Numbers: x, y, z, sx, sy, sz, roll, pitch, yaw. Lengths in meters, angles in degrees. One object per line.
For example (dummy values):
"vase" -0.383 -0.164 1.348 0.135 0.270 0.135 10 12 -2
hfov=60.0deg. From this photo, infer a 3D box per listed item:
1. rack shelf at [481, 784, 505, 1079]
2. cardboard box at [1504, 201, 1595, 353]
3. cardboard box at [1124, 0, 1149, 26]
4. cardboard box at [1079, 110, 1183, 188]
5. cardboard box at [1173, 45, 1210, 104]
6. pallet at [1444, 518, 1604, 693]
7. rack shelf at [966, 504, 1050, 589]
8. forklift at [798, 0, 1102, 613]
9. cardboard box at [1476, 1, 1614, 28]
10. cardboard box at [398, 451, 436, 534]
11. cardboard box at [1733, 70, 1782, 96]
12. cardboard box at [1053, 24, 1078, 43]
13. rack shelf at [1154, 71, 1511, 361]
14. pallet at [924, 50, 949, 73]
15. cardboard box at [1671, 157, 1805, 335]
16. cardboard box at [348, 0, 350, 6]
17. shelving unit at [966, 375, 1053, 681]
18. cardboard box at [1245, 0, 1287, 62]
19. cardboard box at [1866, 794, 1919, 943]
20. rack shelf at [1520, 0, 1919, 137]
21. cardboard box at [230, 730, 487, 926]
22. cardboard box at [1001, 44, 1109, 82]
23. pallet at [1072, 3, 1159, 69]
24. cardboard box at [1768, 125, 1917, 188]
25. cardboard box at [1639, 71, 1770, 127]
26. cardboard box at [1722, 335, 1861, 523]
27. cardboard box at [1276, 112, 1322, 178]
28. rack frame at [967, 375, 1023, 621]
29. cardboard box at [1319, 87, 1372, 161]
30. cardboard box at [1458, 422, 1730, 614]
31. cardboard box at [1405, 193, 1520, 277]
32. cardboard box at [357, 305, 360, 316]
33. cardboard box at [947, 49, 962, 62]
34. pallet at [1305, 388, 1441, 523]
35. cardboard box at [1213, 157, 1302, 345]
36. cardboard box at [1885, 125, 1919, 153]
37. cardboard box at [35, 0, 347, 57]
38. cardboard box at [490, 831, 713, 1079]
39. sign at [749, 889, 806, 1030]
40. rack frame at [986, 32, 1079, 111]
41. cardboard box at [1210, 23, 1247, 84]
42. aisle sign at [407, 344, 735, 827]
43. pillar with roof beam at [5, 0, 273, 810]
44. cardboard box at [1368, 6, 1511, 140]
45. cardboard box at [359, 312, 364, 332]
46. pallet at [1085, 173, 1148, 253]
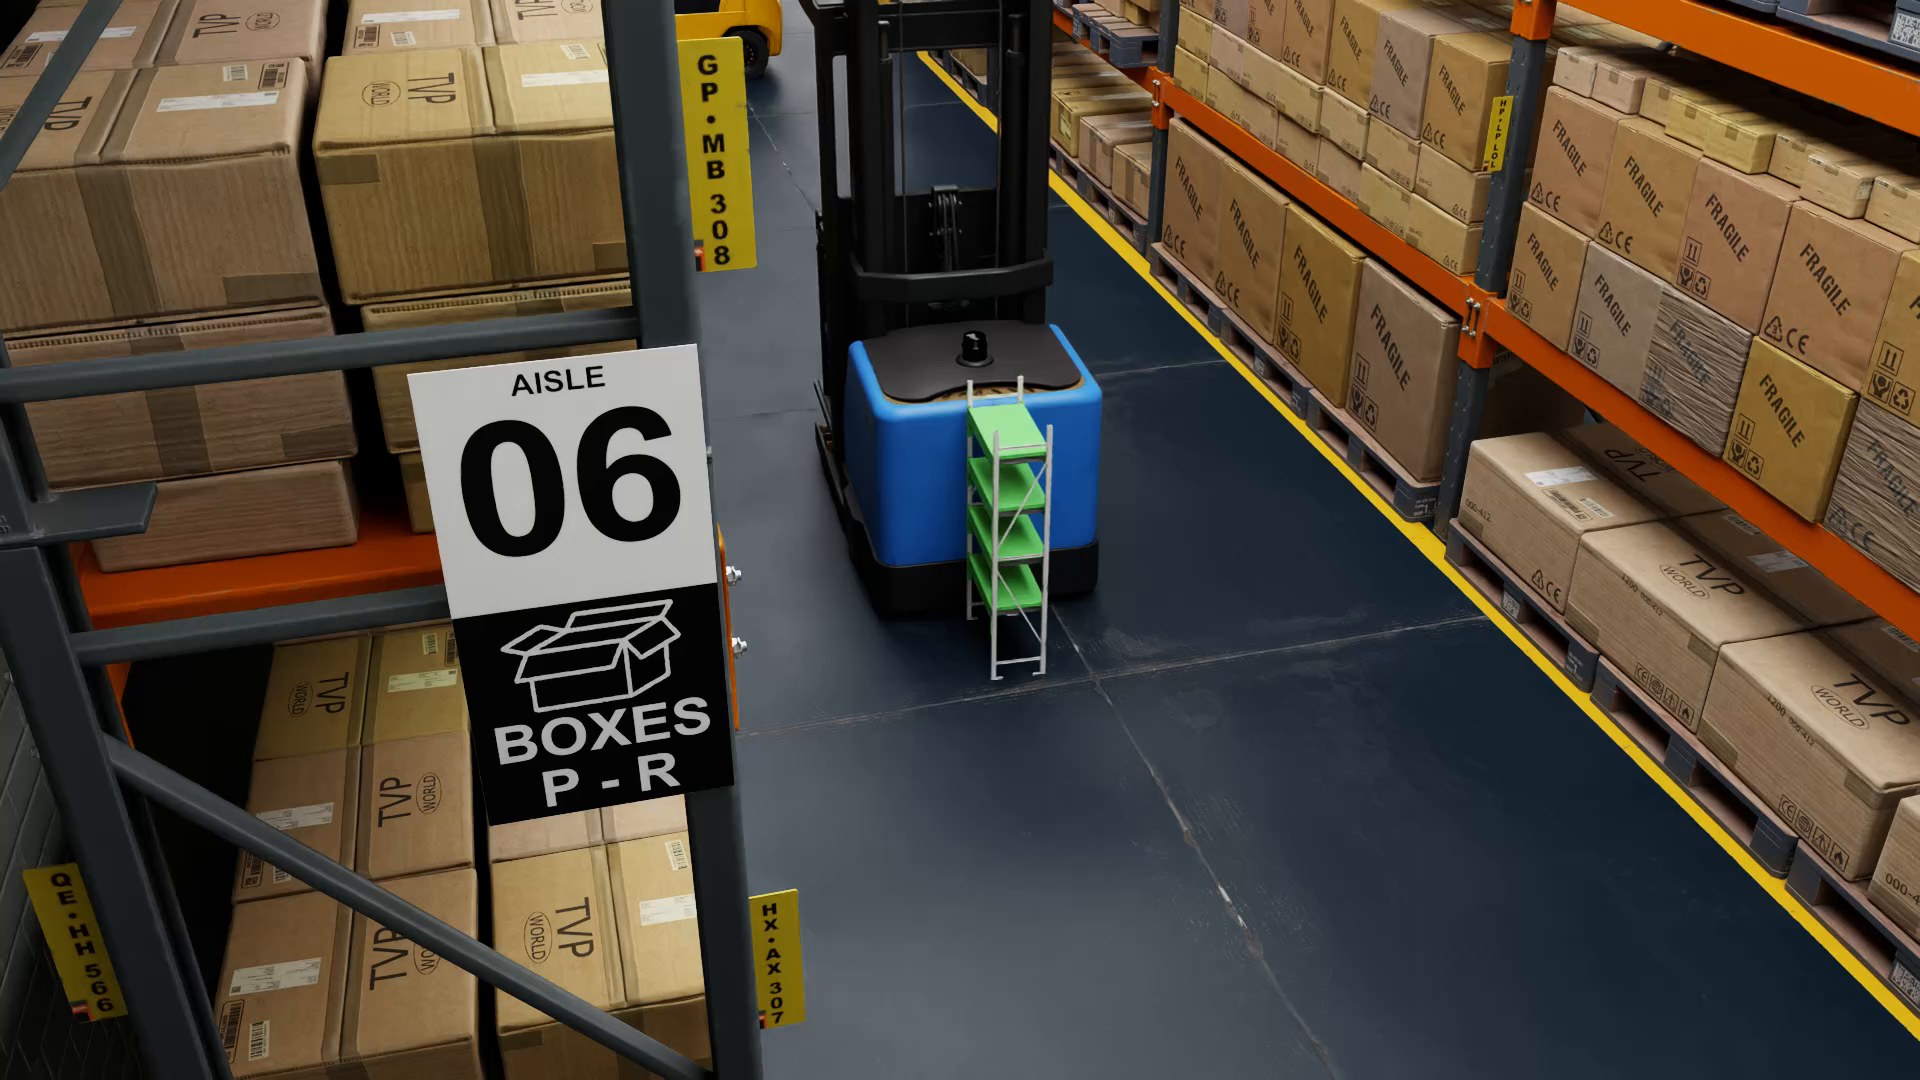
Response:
"rack shelf" -1.395 0.566 4.995 1.077 0.370 4.000 -8 31 -13
"cardboard box" 2.731 -1.154 7.150 0.500 0.500 0.500 -7 31 -12
"cardboard box" 1.343 -3.624 11.349 0.380 0.149 0.250 -7 31 -13
"cardboard box" 1.454 -2.979 12.606 0.950 0.372 0.625 -8 31 -14
"cardboard box" 1.685 -2.970 10.536 0.500 0.250 0.500 -8 31 -14
"pallet" 2.986 0.212 7.673 1.003 0.211 1.213 -8 31 -13
"rack shelf" 0.201 0.010 7.162 0.258 0.148 0.480 -6 31 -10
"forklift" -0.169 -1.663 8.198 1.130 2.935 3.031 -6 31 -10
"cardboard box" 2.858 -2.341 8.203 0.500 0.500 0.500 -8 31 -14
"cardboard box" -0.724 -0.153 2.777 0.380 0.149 0.250 -7 31 -12
"cardboard box" 3.270 -1.759 6.550 0.380 0.149 0.250 -8 31 -13
"cardboard box" 0.840 -4.874 15.253 0.500 0.500 0.500 -6 31 -11
"rack shelf" 2.328 -2.027 9.476 1.077 0.370 4.000 -8 31 -13
"pallet" 0.196 -4.940 16.573 1.003 0.211 1.213 -8 31 -13
"cardboard box" 3.005 -1.093 6.046 0.500 0.500 0.500 -7 31 -12
"cardboard box" -1.003 -1.094 3.505 0.500 0.250 0.500 -8 31 -14
"shelving unit" 0.201 -0.045 7.130 0.258 1.200 0.503 -6 31 -10
"cardboard box" 1.956 -3.020 9.375 0.500 0.500 0.500 -7 31 -12
"cardboard box" 3.649 1.181 5.354 0.875 0.438 0.875 -9 31 -15
"rack shelf" 3.390 -1.394 5.387 1.077 0.370 4.000 -8 31 -13
"cardboard box" -1.377 0.721 3.863 0.500 0.250 0.500 -8 31 -13
"cardboard box" 0.877 -4.028 14.419 0.950 0.372 0.625 -7 31 -13
"pallet" 1.506 -3.552 11.583 1.213 0.211 1.003 -8 31 -13
"cardboard box" 3.080 -1.332 5.812 0.380 0.149 0.250 -8 31 -13
"cardboard box" 2.885 -1.703 6.452 0.380 0.149 0.250 -8 31 -14
"cardboard box" 3.123 -0.421 5.883 0.500 0.500 0.500 -7 31 -12
"cardboard box" 2.106 -2.232 9.262 0.500 0.250 0.500 -8 31 -13
"rack frame" 0.150 -0.165 7.337 0.240 1.200 0.015 -6 31 -10
"cardboard box" 2.225 -2.194 8.698 0.500 0.250 0.500 -7 31 -12
"cardboard box" 2.922 -0.128 7.615 0.875 0.438 0.875 -8 31 -14
"cardboard box" 2.497 -1.491 7.981 0.500 0.250 0.500 -9 31 -14
"cardboard box" -1.392 -0.565 3.091 0.500 0.250 0.500 -8 31 -13
"cardboard box" 0.169 -4.734 15.760 0.500 0.250 0.500 -9 31 -15
"pallet" 2.582 -0.528 8.952 1.003 0.211 1.213 -8 31 -13
"cardboard box" 2.133 -1.791 10.051 0.875 0.875 0.875 -7 31 -13
"cardboard box" 3.526 -1.397 5.924 0.380 0.149 0.250 -8 31 -14
"cardboard box" -1.535 -1.034 3.401 0.500 0.250 0.500 -8 31 -13
"cardboard box" -0.724 0.902 3.550 0.500 0.250 0.500 -8 31 -13
"sign" -0.341 0.774 3.054 0.100 0.325 0.005 -8 31 -13
"rack frame" 0.736 -5.236 14.303 1.000 3.000 0.127 -8 31 -13
"cardboard box" 1.830 -2.929 9.966 0.500 0.250 0.500 -7 31 -12
"aisle sign" -0.563 0.090 2.505 0.394 0.787 0.004 -8 31 -13
"pillar with roof beam" 1.541 -3.424 5.182 9.100 9.000 0.400 -8 31 -13
"cardboard box" 2.354 -2.280 8.097 0.500 0.500 0.500 -7 31 -12
"cardboard box" -1.369 -0.471 3.326 0.380 0.149 0.250 -9 31 -15
"pallet" 1.591 -2.475 12.316 1.003 0.211 1.213 -8 31 -13
